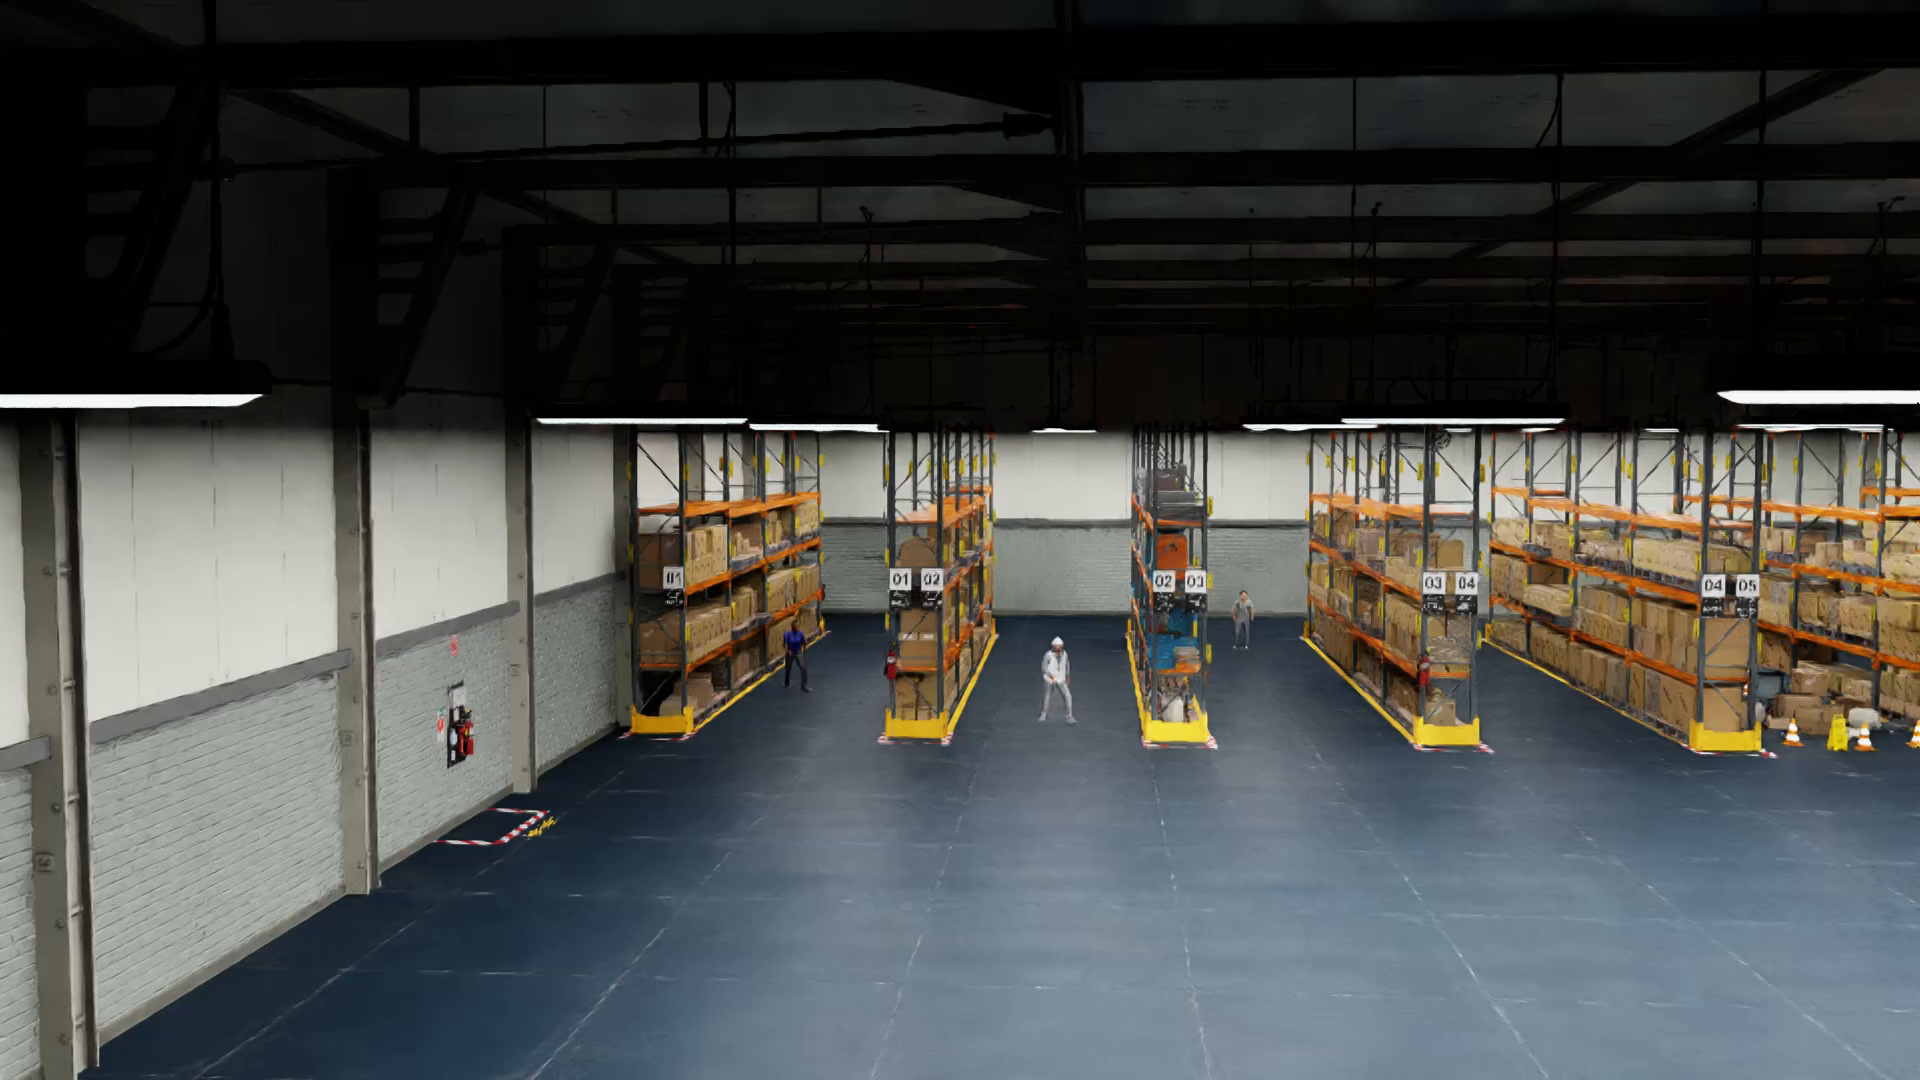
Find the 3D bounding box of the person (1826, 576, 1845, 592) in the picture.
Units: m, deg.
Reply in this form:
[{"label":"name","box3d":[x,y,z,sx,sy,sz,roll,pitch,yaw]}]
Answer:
[{"label":"person","box3d":[24.781,1.851,47.118,0.387,1.759,0.646,-2,4,-27]}]

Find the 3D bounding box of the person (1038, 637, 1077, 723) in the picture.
[{"label":"person","box3d":[1.913,2.764,33.098,0.688,1.710,0.825,-1,4,-13]}]

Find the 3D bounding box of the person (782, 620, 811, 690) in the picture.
[{"label":"person","box3d":[-3.695,2.566,37.300,0.621,1.574,0.821,-1,4,-12]}]

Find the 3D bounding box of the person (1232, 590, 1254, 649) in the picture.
[{"label":"person","box3d":[7.533,2.116,44.342,0.580,1.619,0.507,0,4,2]}]
